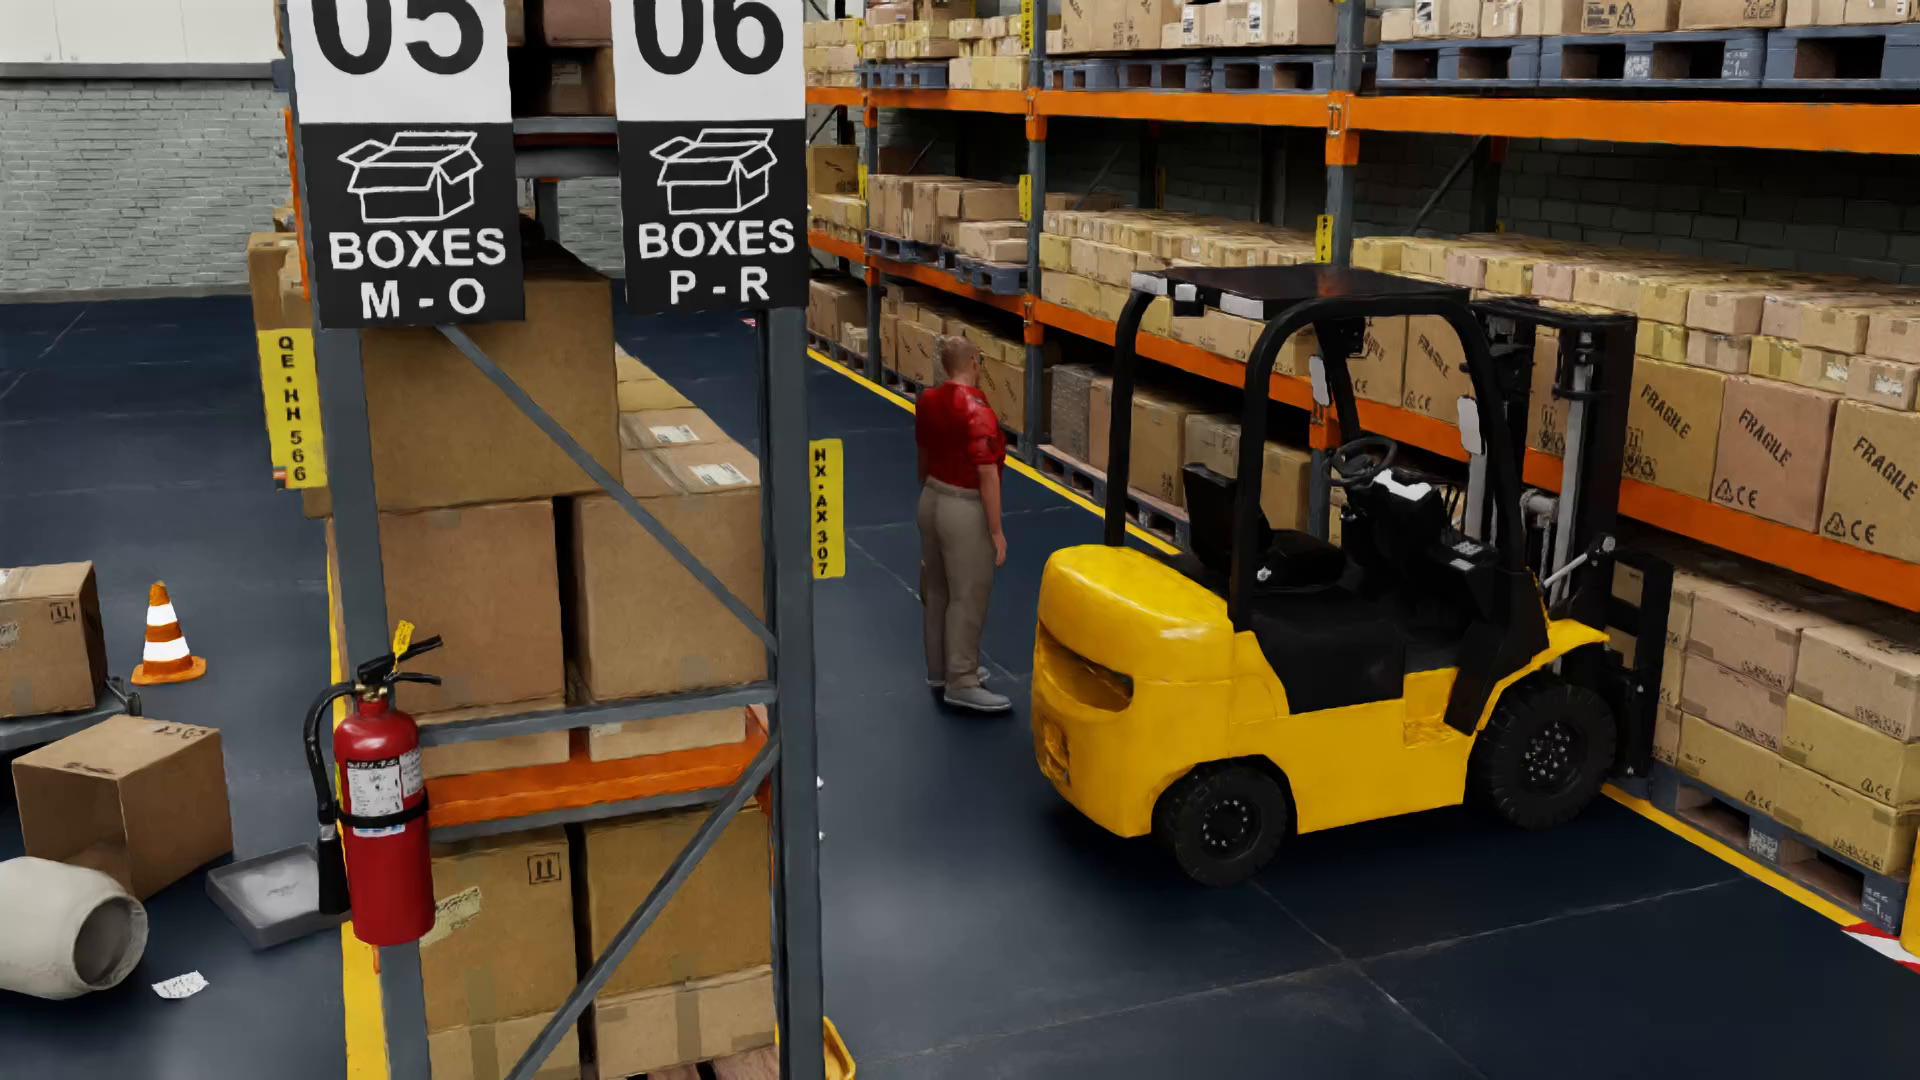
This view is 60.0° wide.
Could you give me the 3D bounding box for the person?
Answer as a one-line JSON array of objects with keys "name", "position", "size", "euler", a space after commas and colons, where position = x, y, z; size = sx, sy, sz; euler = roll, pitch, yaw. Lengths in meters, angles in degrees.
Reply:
[{"name": "person", "position": [0.031, -0.096, 7.814], "size": [0.378, 1.740, 0.615], "euler": [-10, 18, -32]}]
